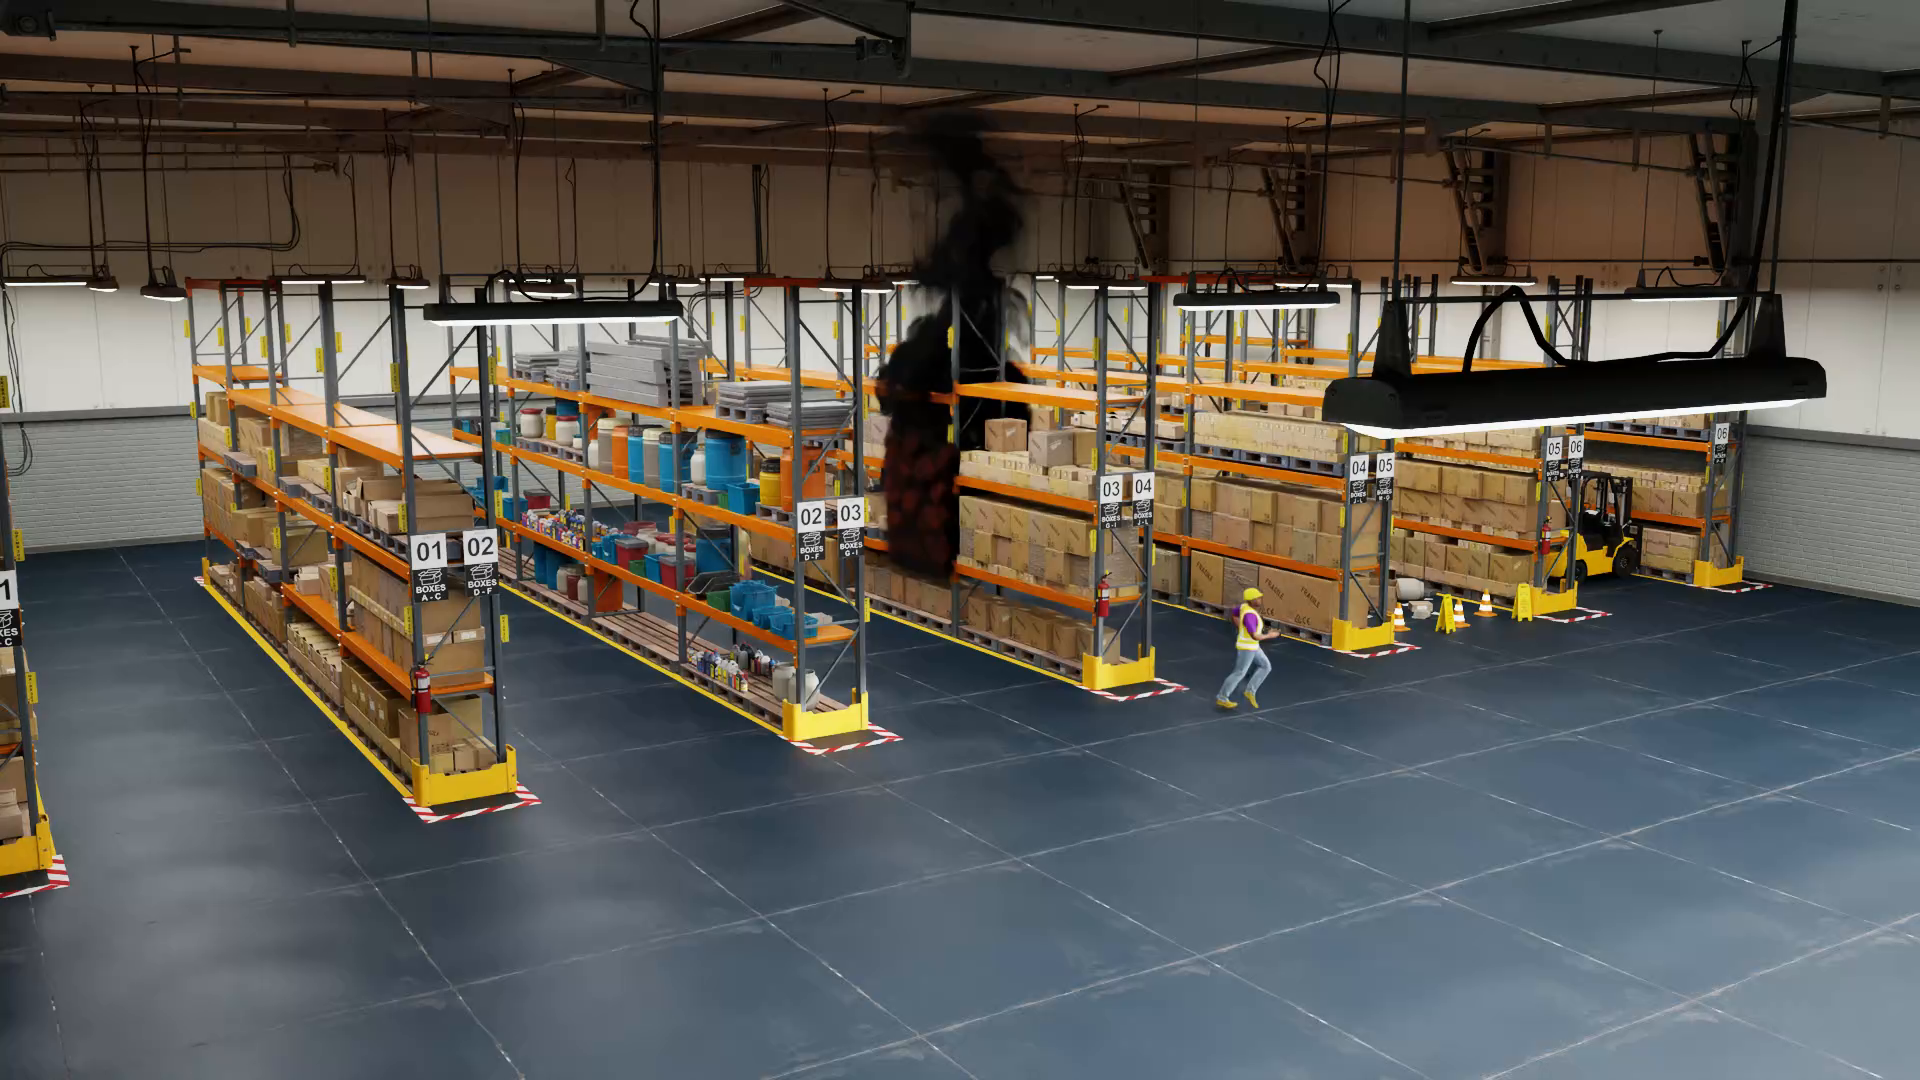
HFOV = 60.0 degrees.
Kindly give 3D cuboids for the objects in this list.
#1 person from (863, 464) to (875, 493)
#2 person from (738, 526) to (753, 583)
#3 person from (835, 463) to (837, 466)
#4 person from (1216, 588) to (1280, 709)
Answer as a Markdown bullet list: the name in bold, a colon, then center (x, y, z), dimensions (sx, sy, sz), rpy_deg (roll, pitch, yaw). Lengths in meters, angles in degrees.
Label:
- **person**: center (-2.245, -0.888, 38.155), dimensions (0.552, 1.744, 0.790), rpy_deg (-6, 11, -32)
- **person**: center (-4.126, 0.381, 30.837), dimensions (0.572, 1.626, 0.604), rpy_deg (-8, 12, -38)
- **person**: center (-2.949, -1.304, 41.143), dimensions (0.570, 1.602, 0.767), rpy_deg (7, 12, 37)
- **person**: center (4.087, 1.537, 23.572), dimensions (0.862, 1.767, 0.717), rpy_deg (2, 10, 11)
